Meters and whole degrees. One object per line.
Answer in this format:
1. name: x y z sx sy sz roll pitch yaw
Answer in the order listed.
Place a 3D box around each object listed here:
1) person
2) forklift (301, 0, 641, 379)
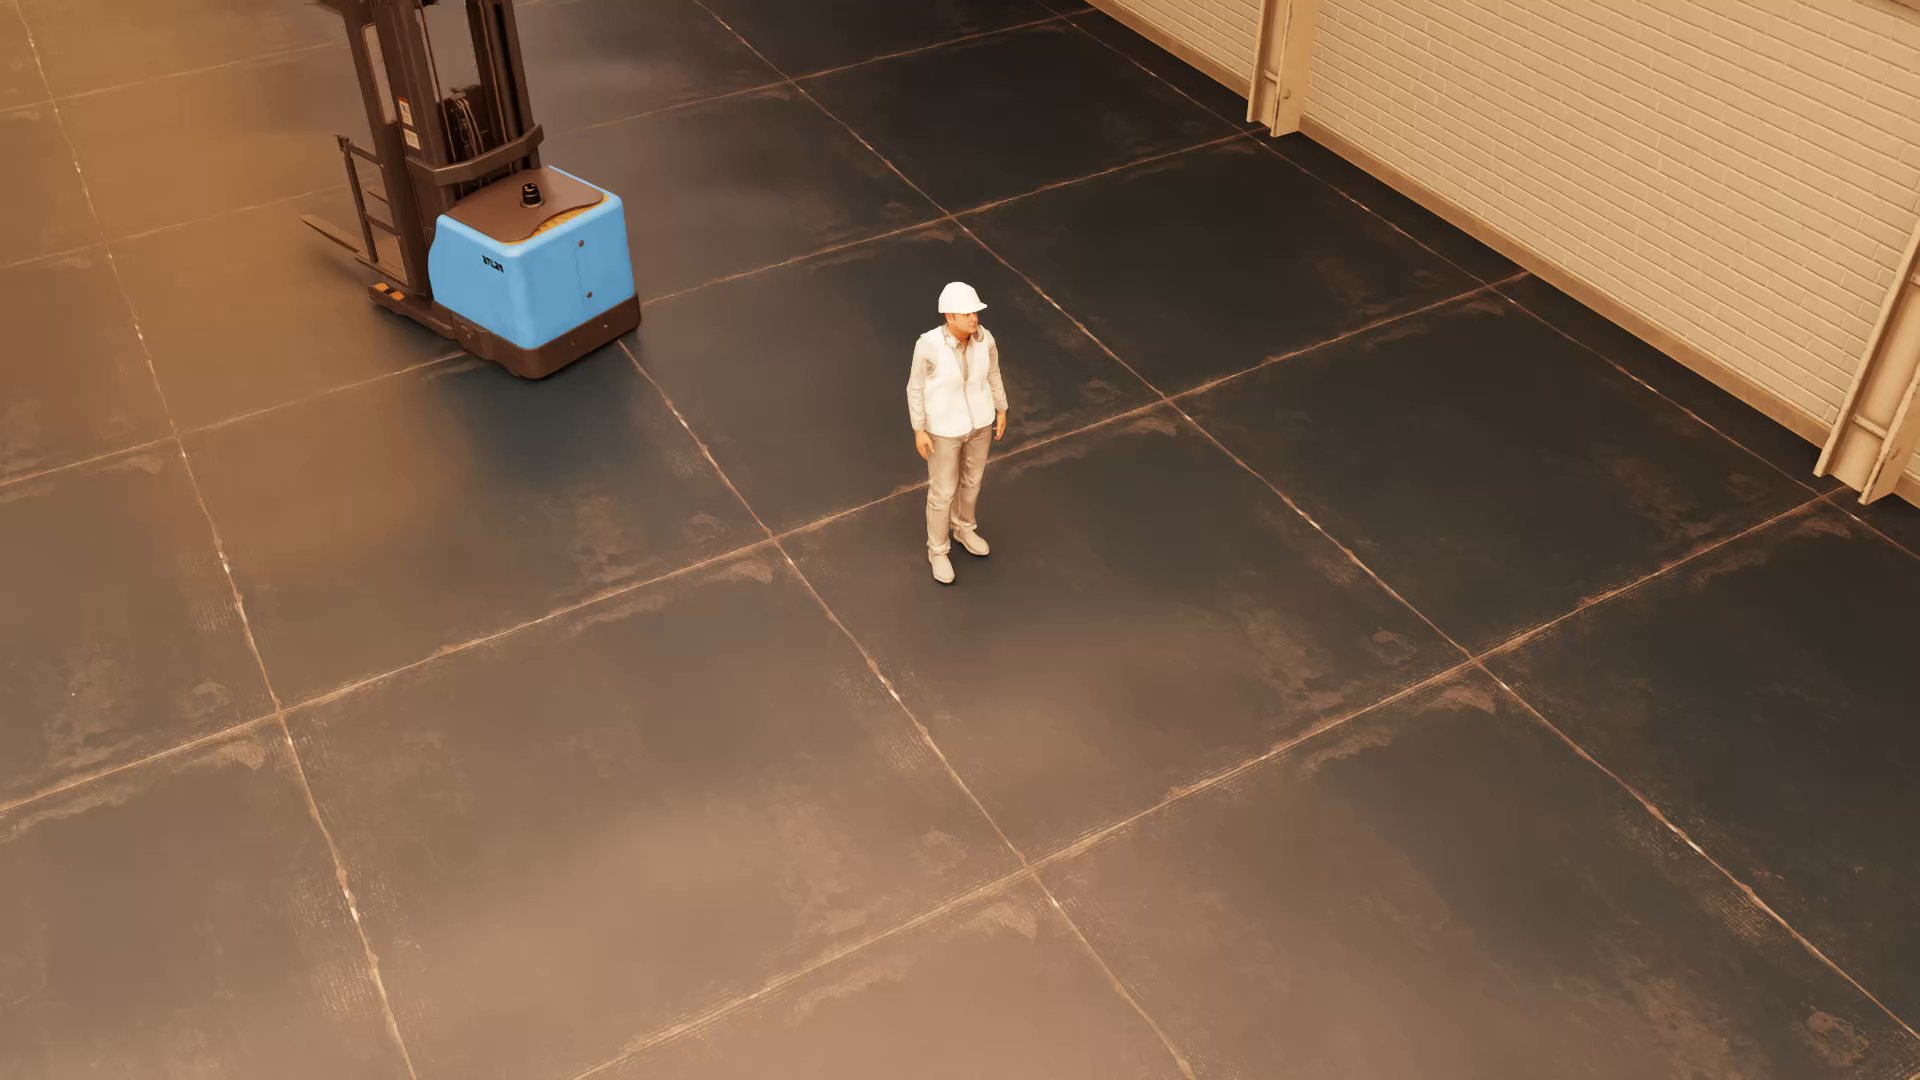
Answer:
1. person: 0.024 -0.652 9.717 0.632 1.773 0.568 -20 44 -23
2. forklift: -3.788 -3.037 11.698 3.031 2.935 1.130 28 47 29
